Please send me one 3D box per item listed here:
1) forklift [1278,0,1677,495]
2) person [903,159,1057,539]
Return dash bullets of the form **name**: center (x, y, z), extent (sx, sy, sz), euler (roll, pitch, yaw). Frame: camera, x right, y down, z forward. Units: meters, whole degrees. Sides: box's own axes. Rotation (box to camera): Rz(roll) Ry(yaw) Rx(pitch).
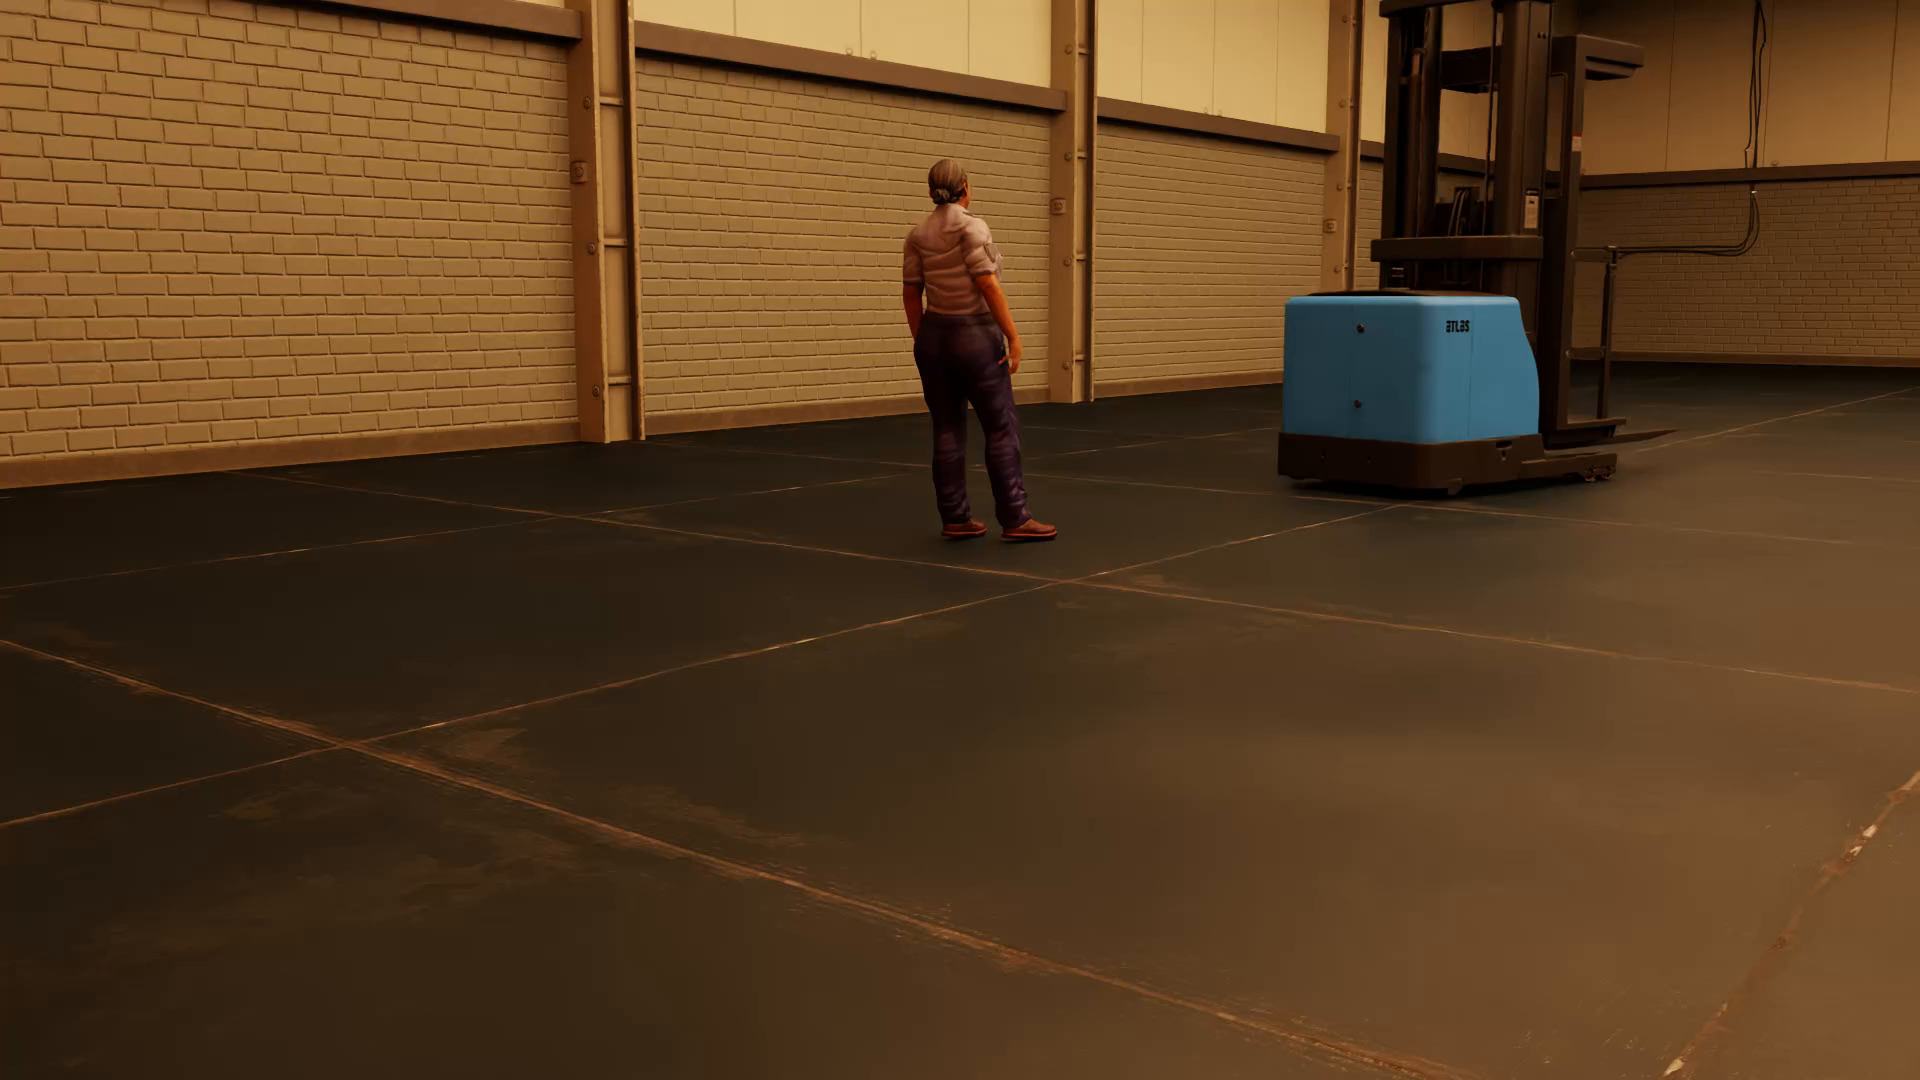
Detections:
- **forklift**: center (3.260, -1.838, 9.840), extent (3.031, 2.935, 1.130), euler (-7, 11, -40)
- **person**: center (0.074, -0.831, 7.339), extent (0.598, 1.651, 0.503), euler (7, 11, 38)
